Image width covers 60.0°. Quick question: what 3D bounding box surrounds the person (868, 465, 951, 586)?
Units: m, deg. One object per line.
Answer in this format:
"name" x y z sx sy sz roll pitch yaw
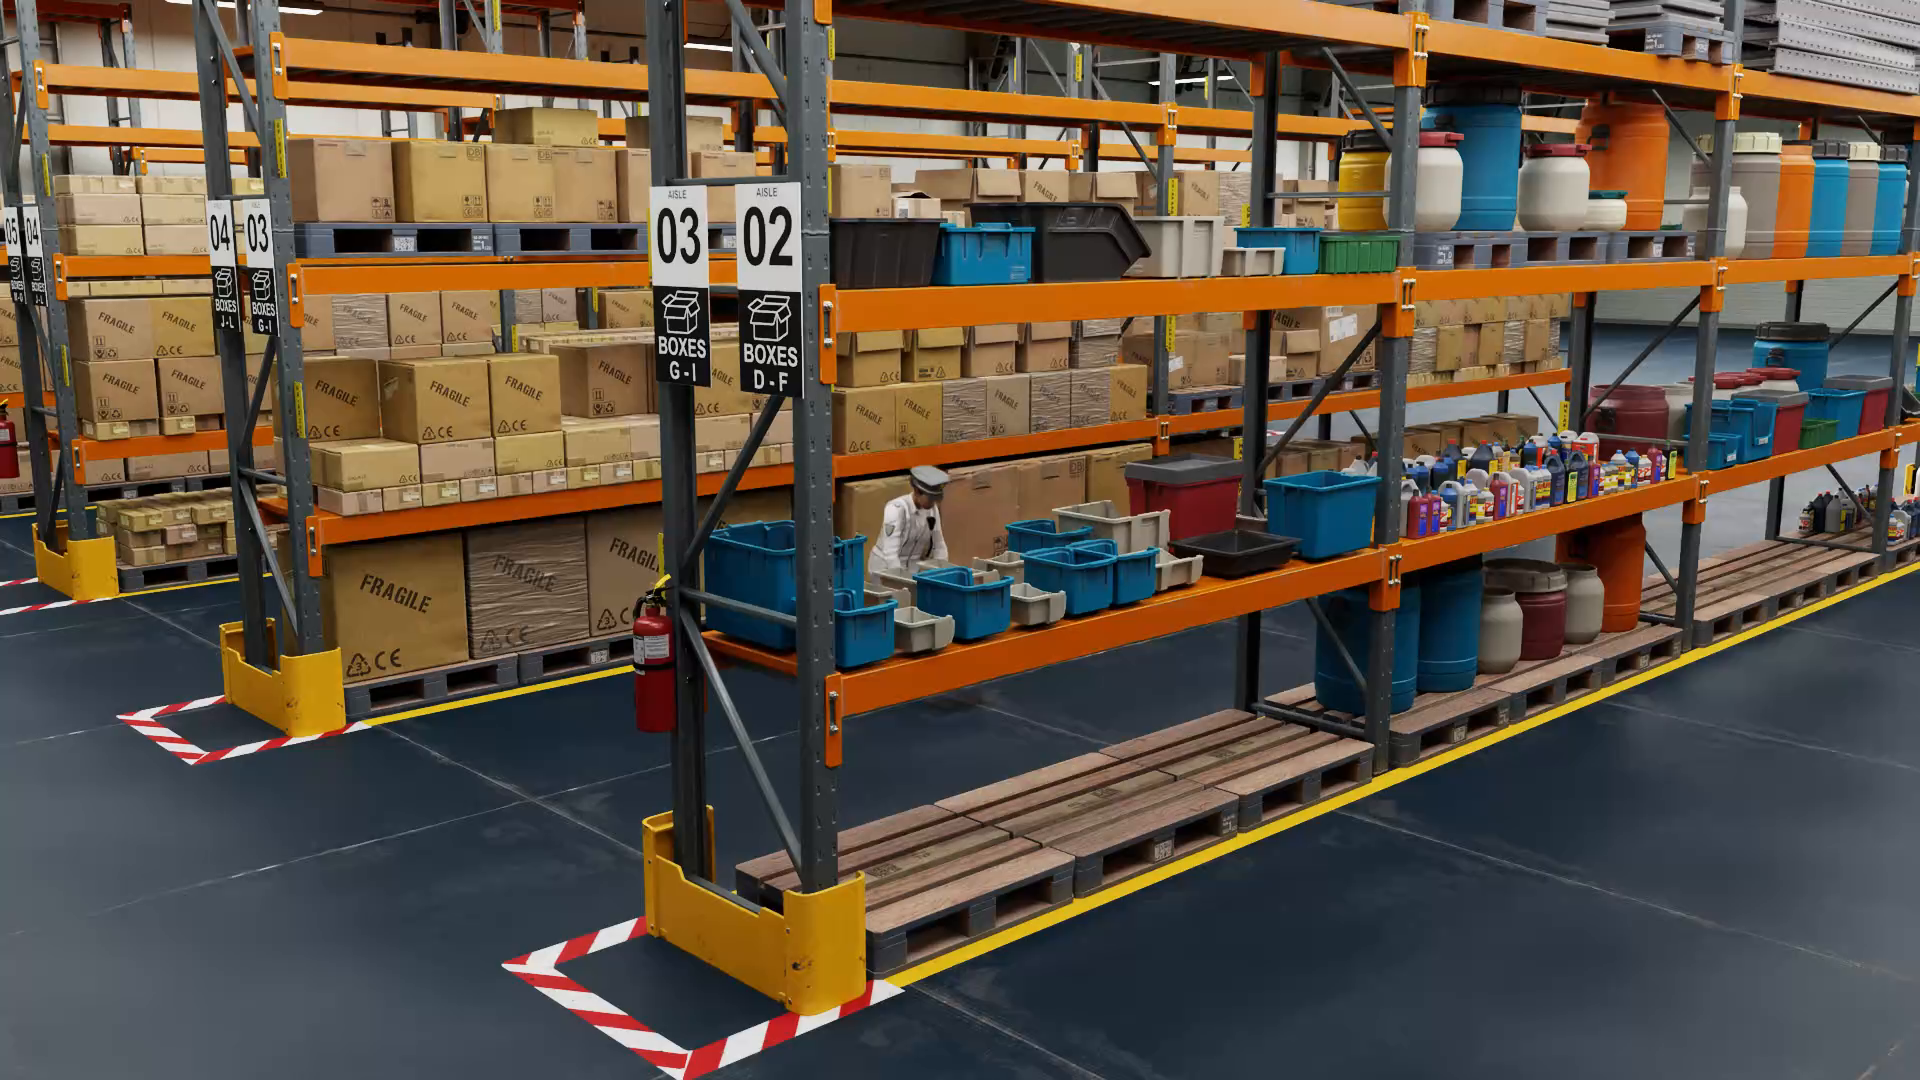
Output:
"person" -0.312 0.256 10.980 0.526 1.522 0.591 -10 14 -42
